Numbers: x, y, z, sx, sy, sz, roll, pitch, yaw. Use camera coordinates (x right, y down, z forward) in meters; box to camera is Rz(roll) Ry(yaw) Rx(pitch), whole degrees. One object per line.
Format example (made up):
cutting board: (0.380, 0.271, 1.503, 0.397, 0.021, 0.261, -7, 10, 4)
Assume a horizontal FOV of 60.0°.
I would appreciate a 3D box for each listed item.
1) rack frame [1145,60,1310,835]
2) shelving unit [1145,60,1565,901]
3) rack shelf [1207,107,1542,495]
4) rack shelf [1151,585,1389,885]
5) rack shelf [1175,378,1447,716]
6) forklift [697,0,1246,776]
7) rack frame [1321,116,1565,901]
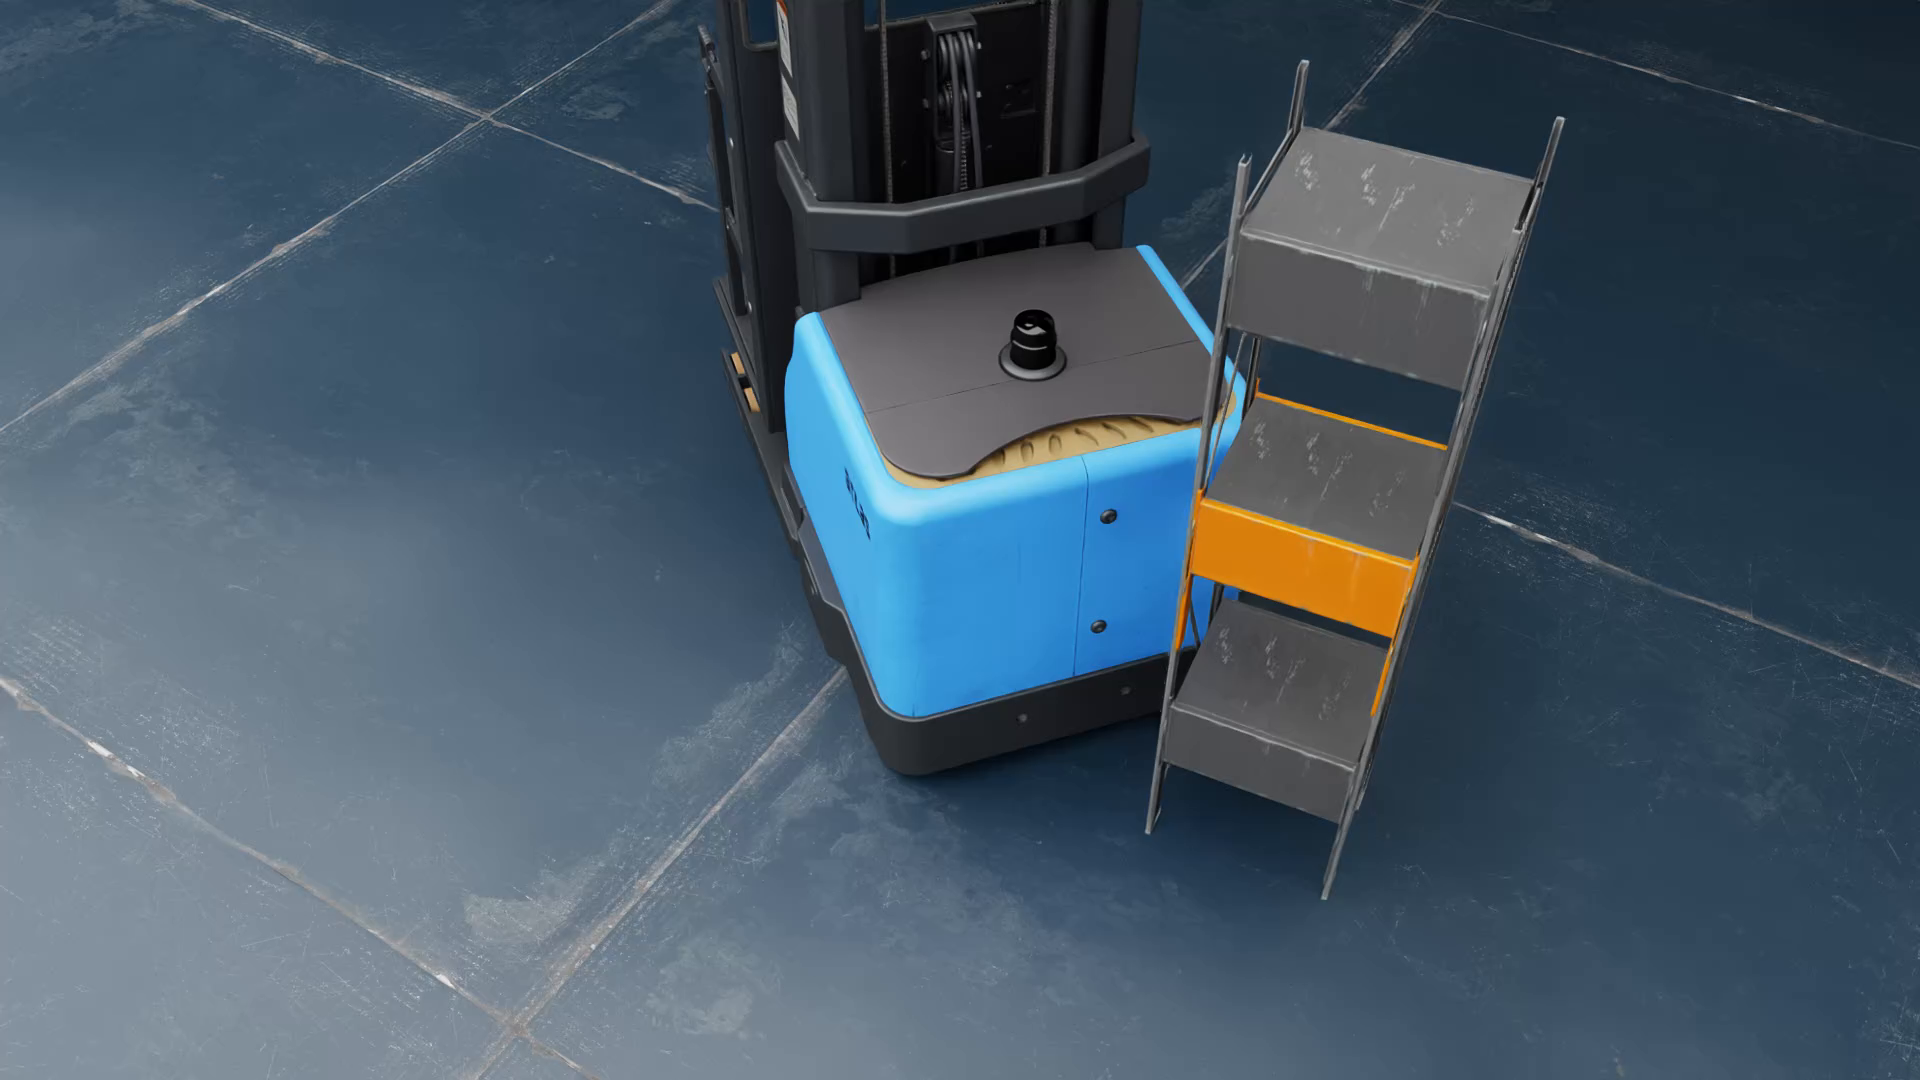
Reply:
rack frame: (0.588, -0.069, 3.853, 0.015, 2.100, 0.400, 18, 49, 17)
shelving unit: (0.810, 0.004, 3.782, 0.503, 2.100, 0.431, 18, 49, 17)
rack shelf: (0.810, -0.474, 3.289, 0.480, 0.518, 0.431, 18, 49, 17)
rack shelf: (0.810, 0.502, 4.293, 0.480, 0.518, 0.431, 18, 49, 17)
rack shelf: (0.810, 0.014, 3.791, 0.480, 0.518, 0.431, 18, 49, 17)
forklift: (-0.174, -1.458, 4.623, 1.130, 2.935, 3.031, -14, 47, -13)
rack frame: (1.031, 0.078, 3.710, 0.015, 2.100, 0.400, 18, 49, 17)
